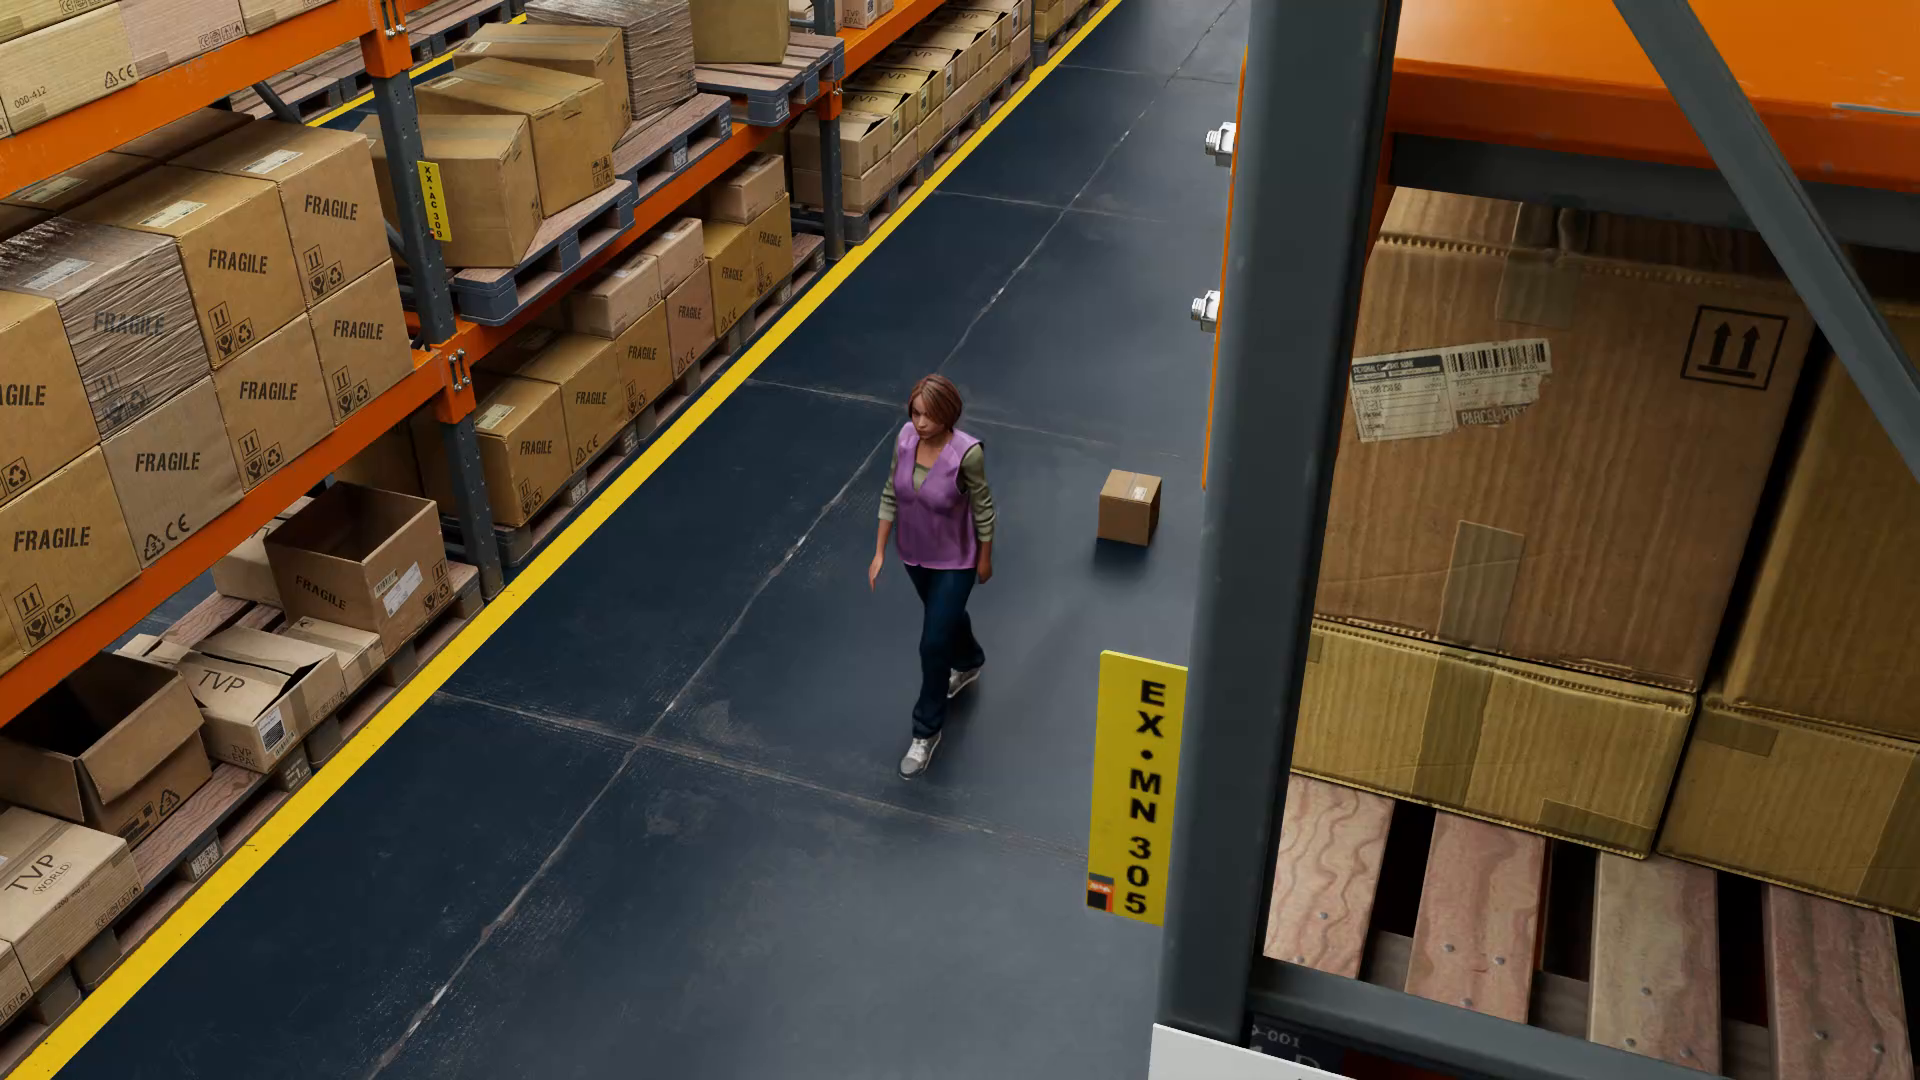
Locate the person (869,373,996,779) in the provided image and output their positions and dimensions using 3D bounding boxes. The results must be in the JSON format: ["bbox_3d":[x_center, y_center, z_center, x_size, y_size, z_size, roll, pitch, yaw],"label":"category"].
[{"bbox_3d":[-0.115,0.095,6.510,0.429,1.619,0.716,21,39,29],"label":"person"}]
